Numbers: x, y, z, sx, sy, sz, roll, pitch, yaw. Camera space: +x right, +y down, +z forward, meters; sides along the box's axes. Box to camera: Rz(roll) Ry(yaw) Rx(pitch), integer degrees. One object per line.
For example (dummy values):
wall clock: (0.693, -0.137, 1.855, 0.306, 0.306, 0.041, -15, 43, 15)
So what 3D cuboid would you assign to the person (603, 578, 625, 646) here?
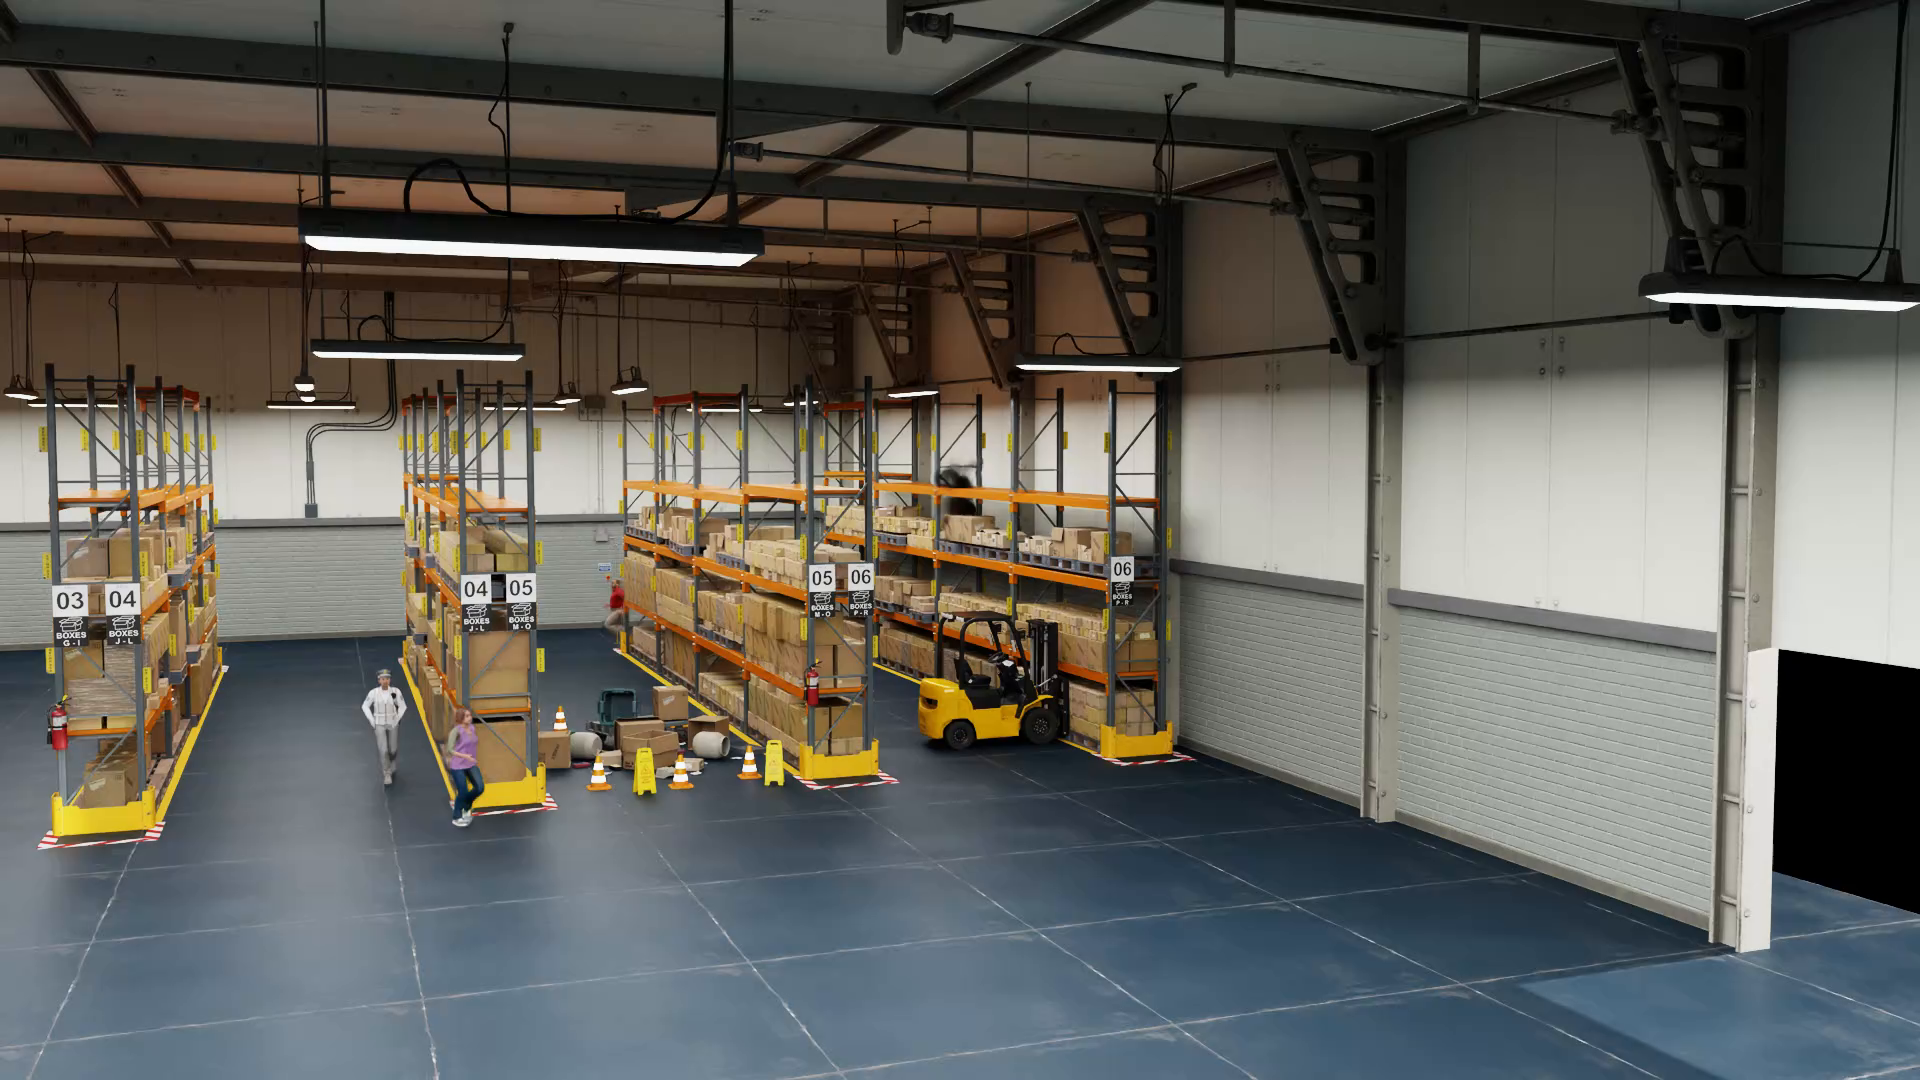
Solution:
person: (-8.427, 1.782, 40.844, 0.654, 1.690, 0.716, -1, 3, -13)

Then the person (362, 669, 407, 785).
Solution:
person: (-8.509, 2.737, 24.597, 0.627, 1.674, 0.636, -1, 4, -23)

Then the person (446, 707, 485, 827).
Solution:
person: (-6.408, 2.952, 21.583, 0.564, 1.567, 0.547, 2, 4, 34)
